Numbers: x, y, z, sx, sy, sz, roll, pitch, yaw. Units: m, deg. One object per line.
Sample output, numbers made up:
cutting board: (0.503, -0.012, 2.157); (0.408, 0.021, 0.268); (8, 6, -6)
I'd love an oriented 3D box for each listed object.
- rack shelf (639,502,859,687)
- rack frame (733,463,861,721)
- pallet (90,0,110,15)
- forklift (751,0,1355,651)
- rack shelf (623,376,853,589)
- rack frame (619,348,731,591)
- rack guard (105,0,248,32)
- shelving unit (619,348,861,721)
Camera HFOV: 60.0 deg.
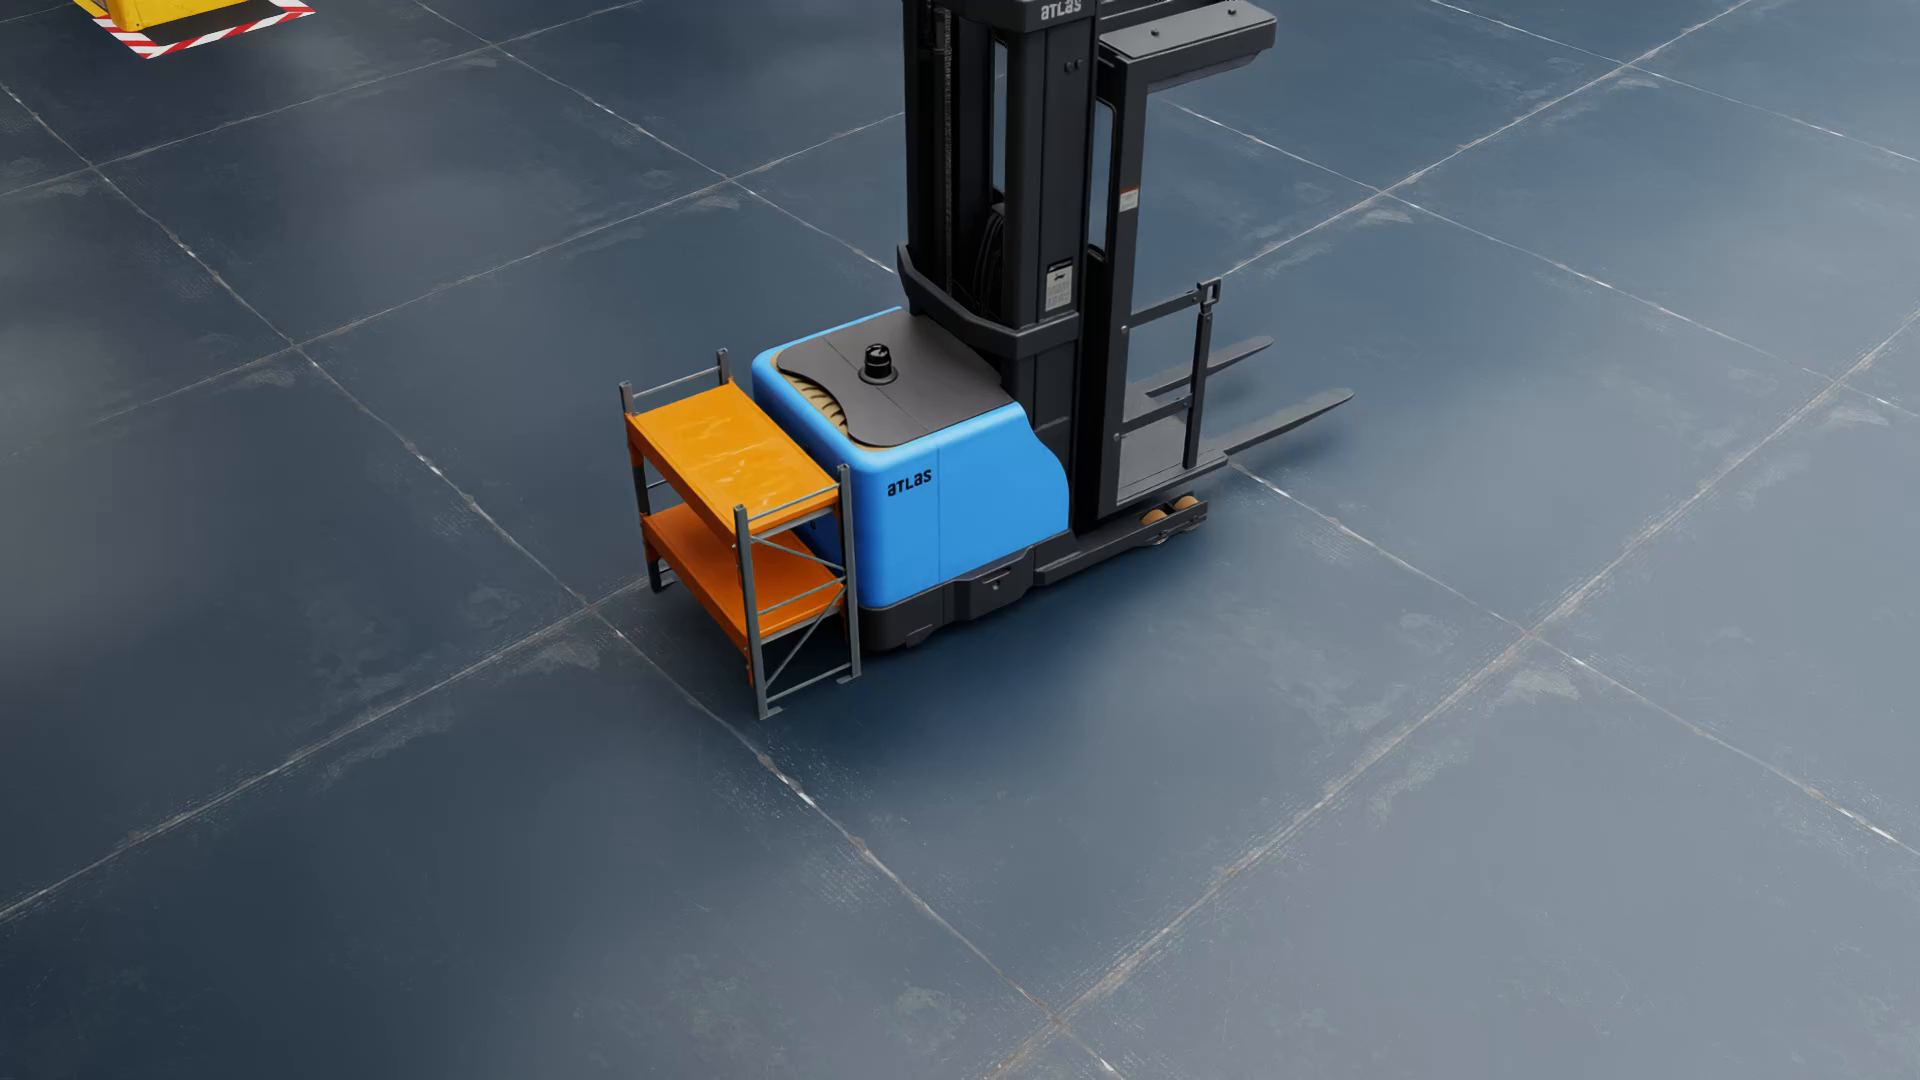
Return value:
rack shelf: (-0.931, 0.156, 7.257); (0.538, 0.278, 1.000); (-23, 44, -26)
rack frame: (-0.647, 0.231, 6.775); (0.500, 1.125, 0.032); (-23, 44, -26)
pallet: (-6.653, -4.652, 13.549); (1.003, 0.211, 1.213); (-30, 48, -32)
forklift: (0.584, -1.372, 7.324); (3.031, 2.935, 1.130); (-23, 44, -25)
rack shelf: (-0.932, -0.261, 6.919); (0.538, 0.278, 1.000); (-23, 44, -26)
rack frame: (-1.215, -0.299, 7.431); (0.500, 1.125, 0.032); (-23, 44, -26)
rack guard: (-6.089, -4.417, 13.029); (1.175, 0.500, 0.348); (-30, 48, -32)
shelving unit: (-0.931, -0.034, 7.103); (0.538, 1.125, 1.048); (-23, 44, -26)
